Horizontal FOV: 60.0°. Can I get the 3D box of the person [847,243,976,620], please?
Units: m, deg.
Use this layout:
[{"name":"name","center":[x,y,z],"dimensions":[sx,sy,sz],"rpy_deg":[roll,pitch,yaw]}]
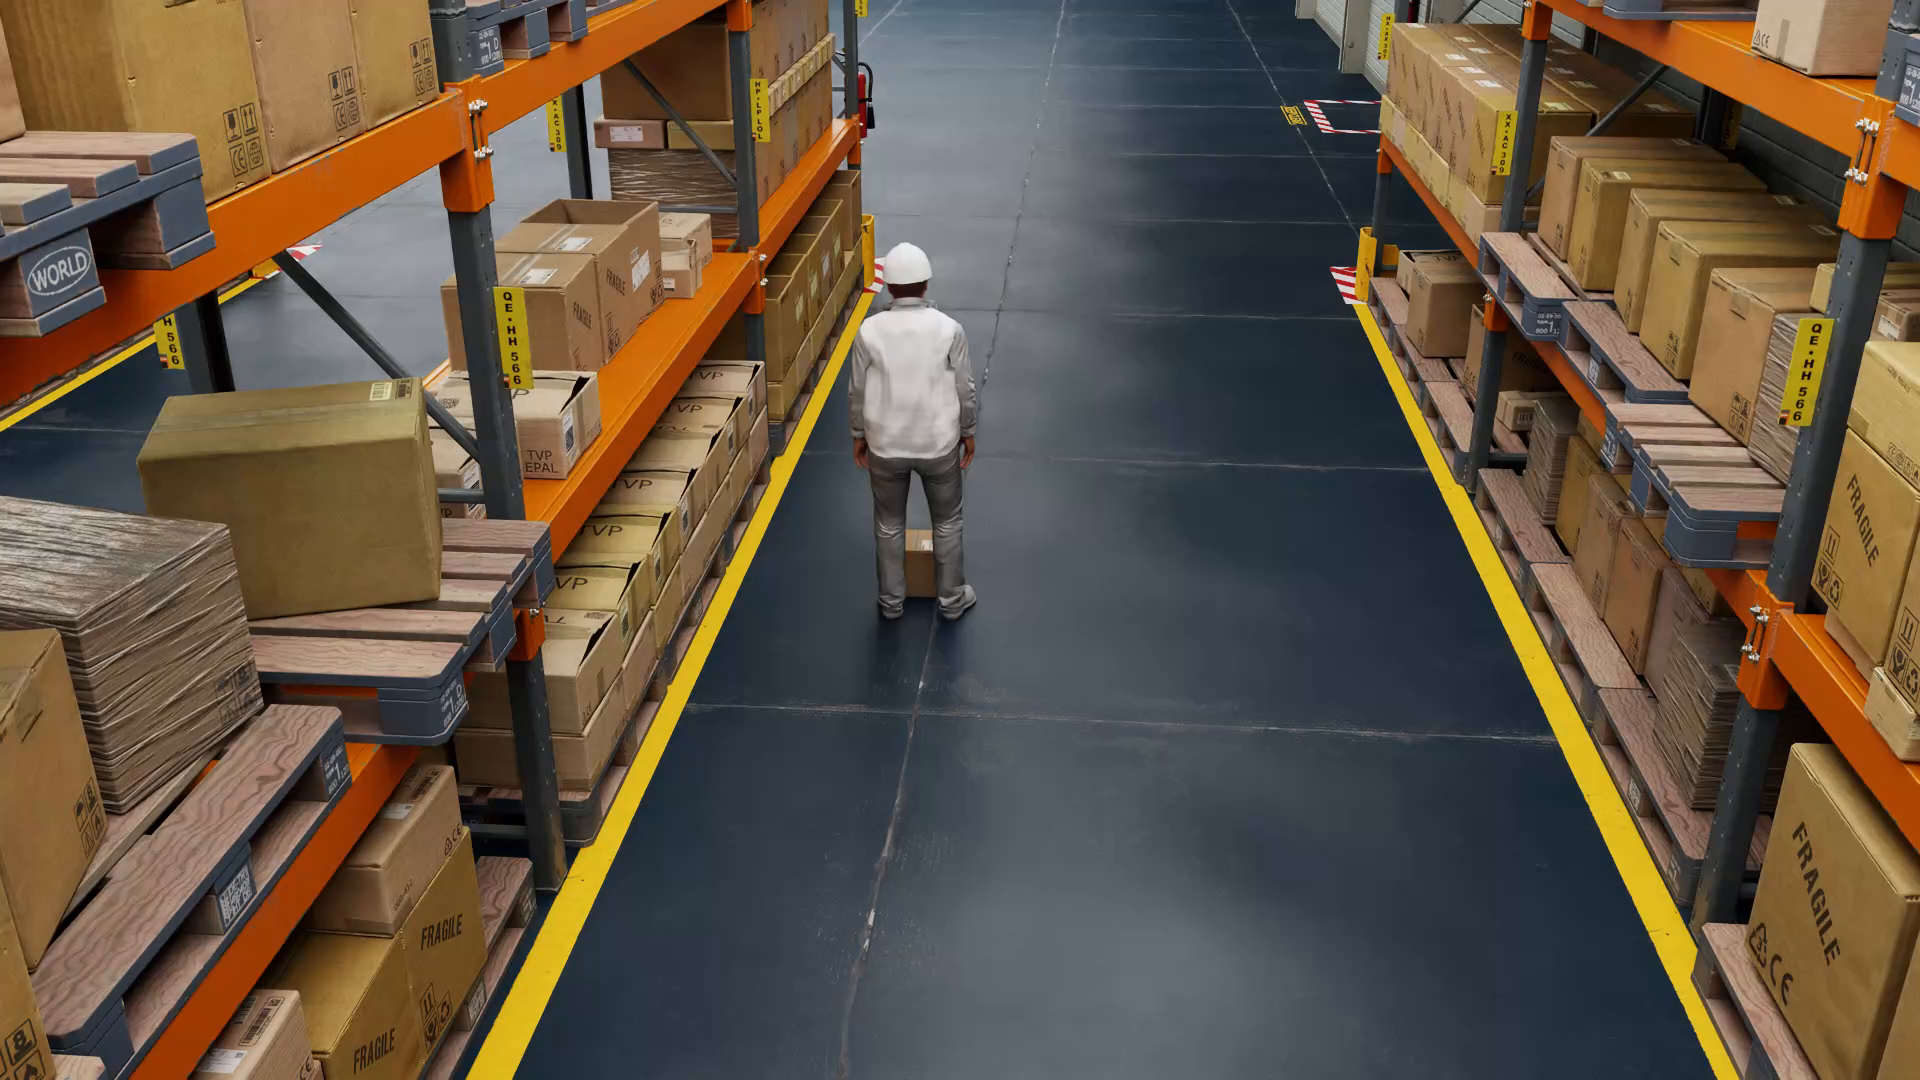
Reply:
[{"name":"person","center":[-0.209,-0.469,7.609],"dimensions":[0.572,1.769,0.465],"rpy_deg":[1,24,1]}]
